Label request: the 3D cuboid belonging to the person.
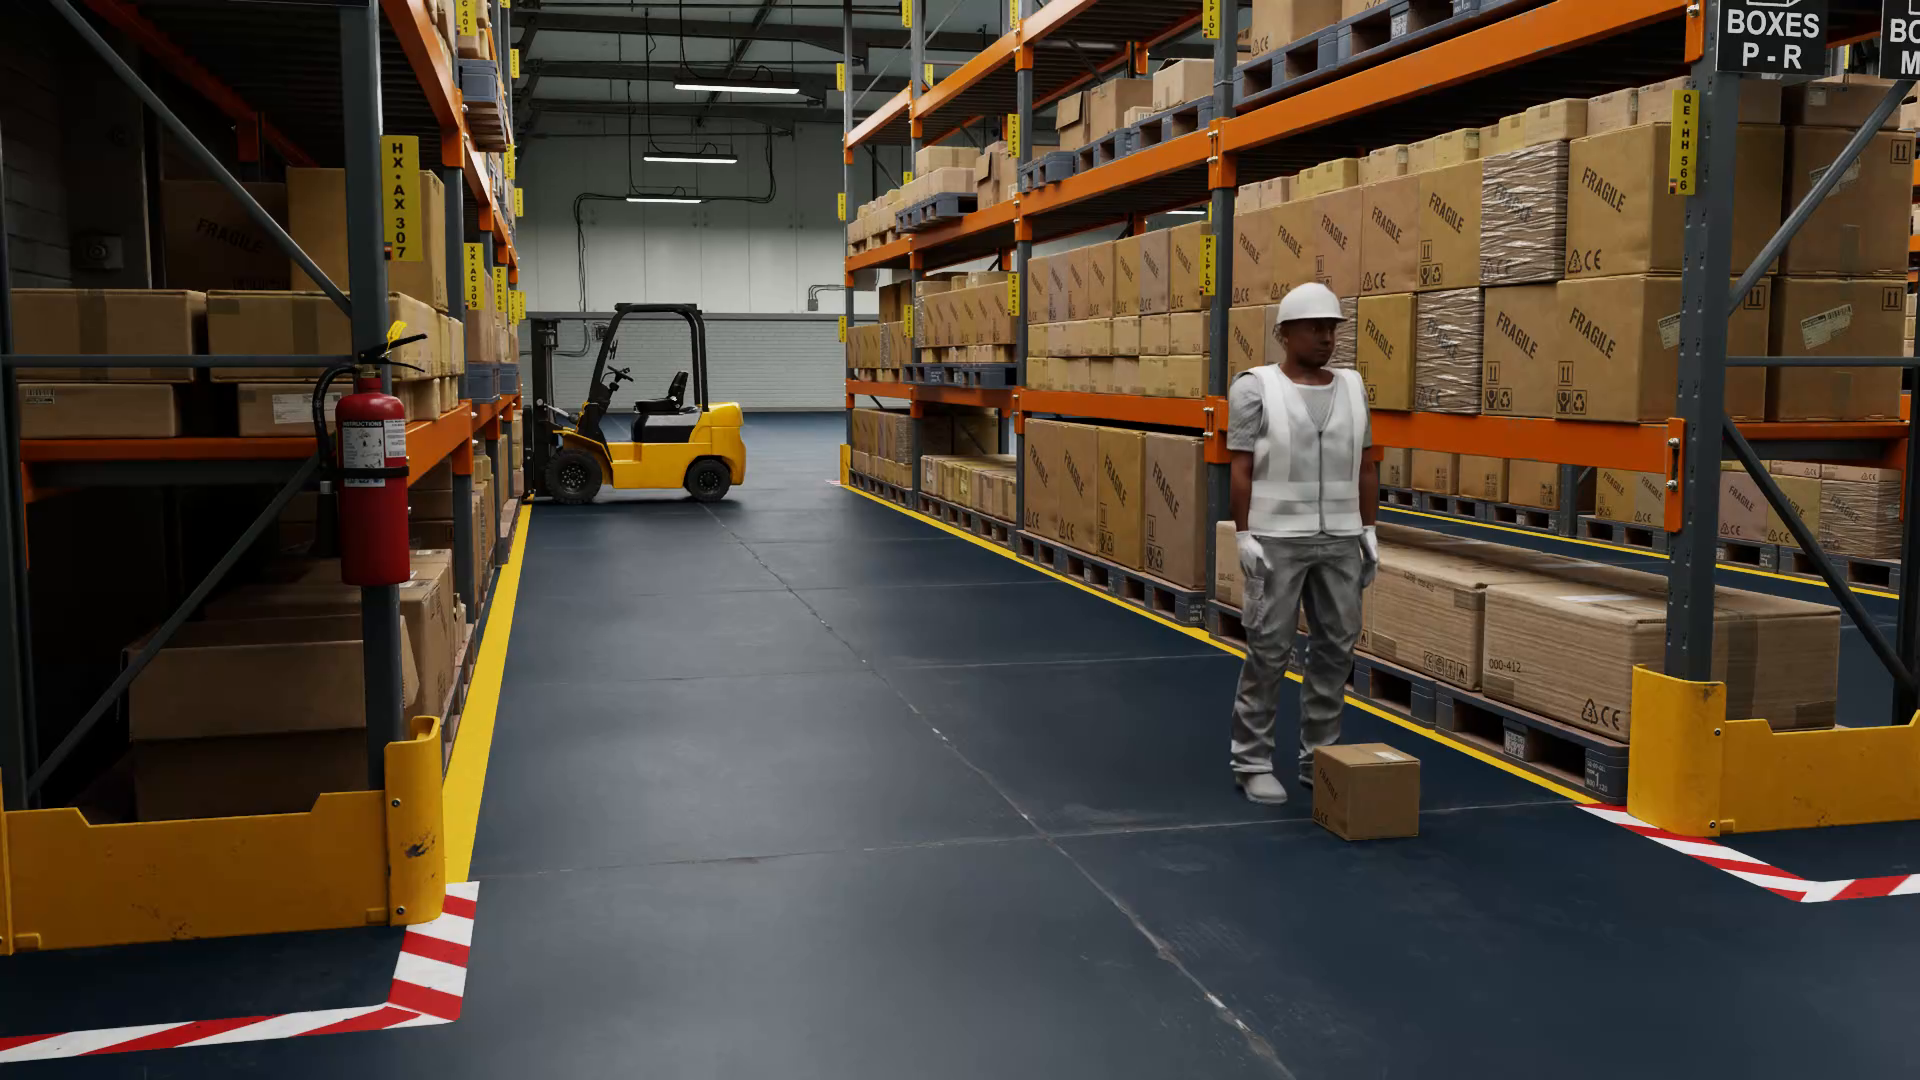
[{"bbox_3d":[1.199,0.006,5.784,0.547,1.785,0.351,-2,6,-15],"label":"person"}]
